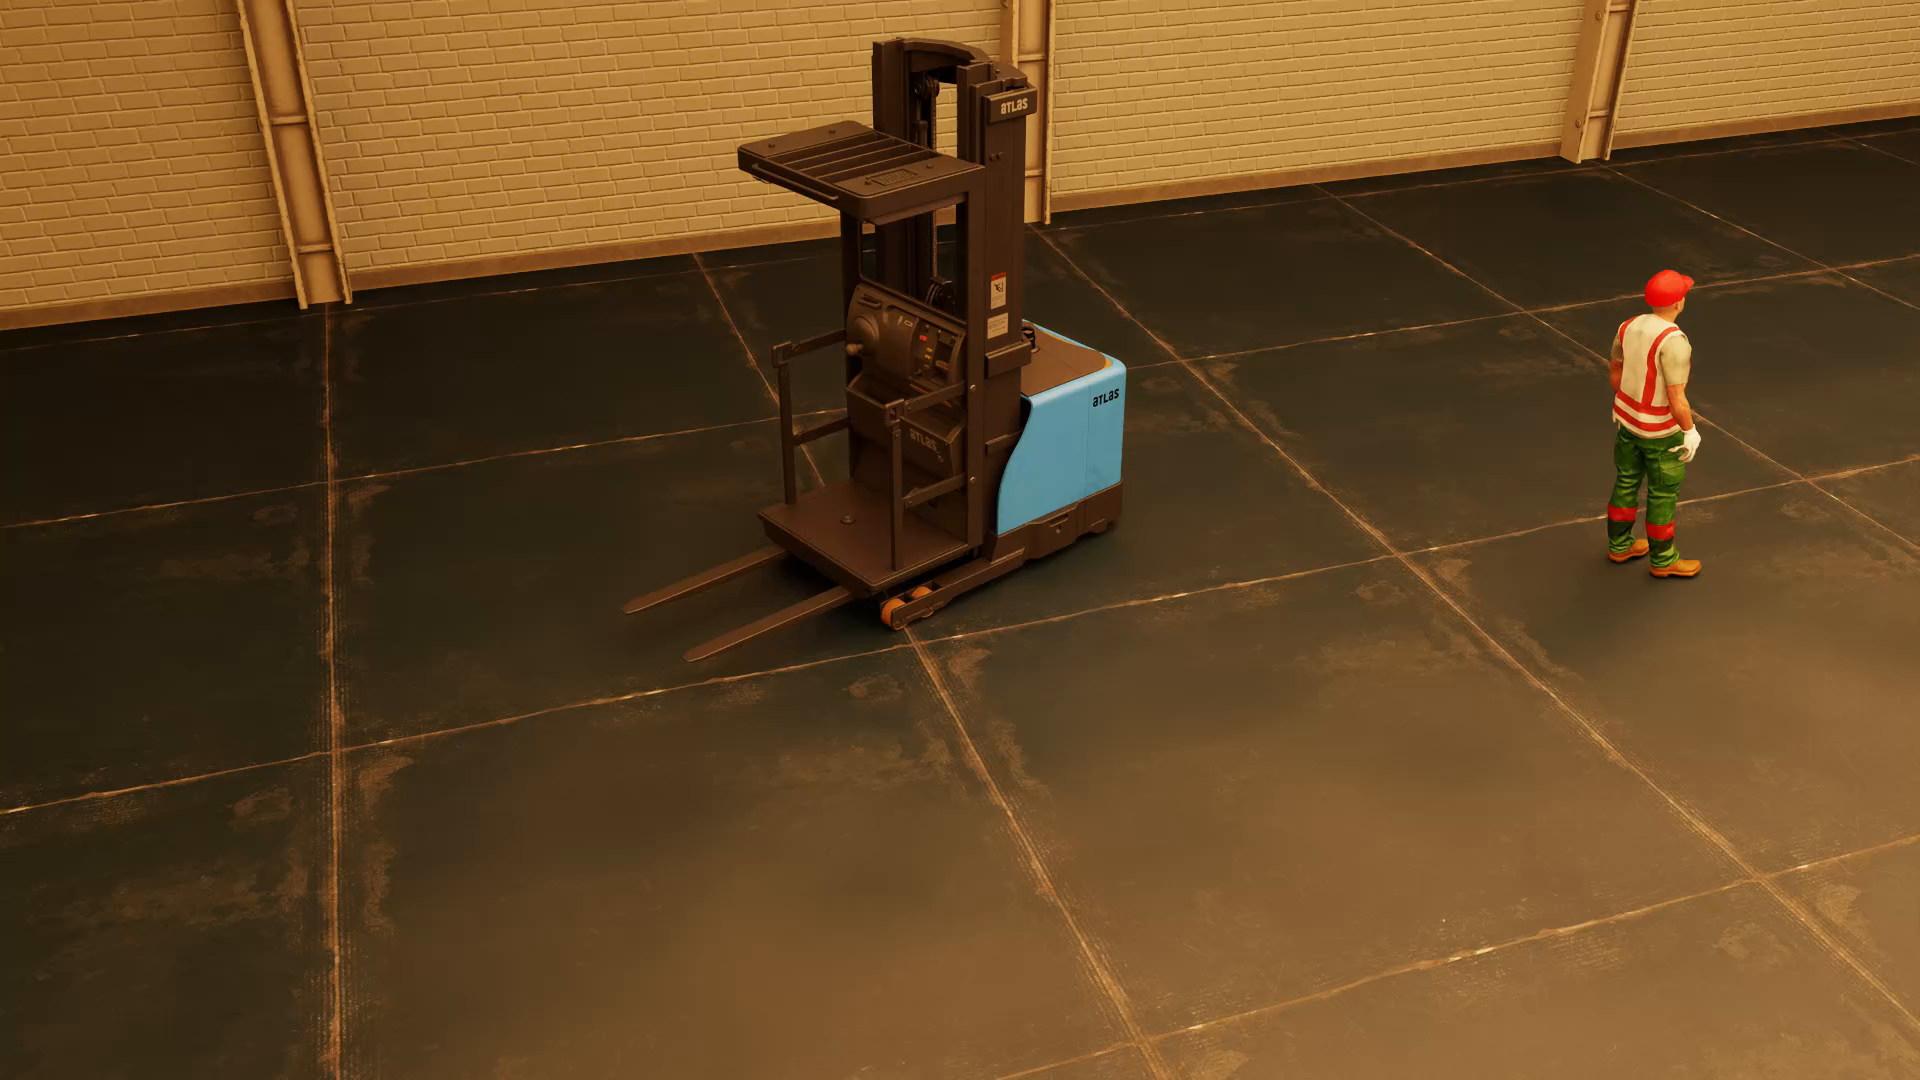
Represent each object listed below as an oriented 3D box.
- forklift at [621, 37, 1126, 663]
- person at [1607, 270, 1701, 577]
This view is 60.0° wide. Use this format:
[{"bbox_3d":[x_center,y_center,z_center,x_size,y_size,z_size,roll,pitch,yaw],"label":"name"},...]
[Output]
[{"bbox_3d":[-0.461,-1.072,8.951,3.031,2.935,1.130,-23,37,-34],"label":"forklift"},{"bbox_3d":[3.961,-0.672,9.385,0.565,1.787,0.638,-10,31,-16],"label":"person"}]
